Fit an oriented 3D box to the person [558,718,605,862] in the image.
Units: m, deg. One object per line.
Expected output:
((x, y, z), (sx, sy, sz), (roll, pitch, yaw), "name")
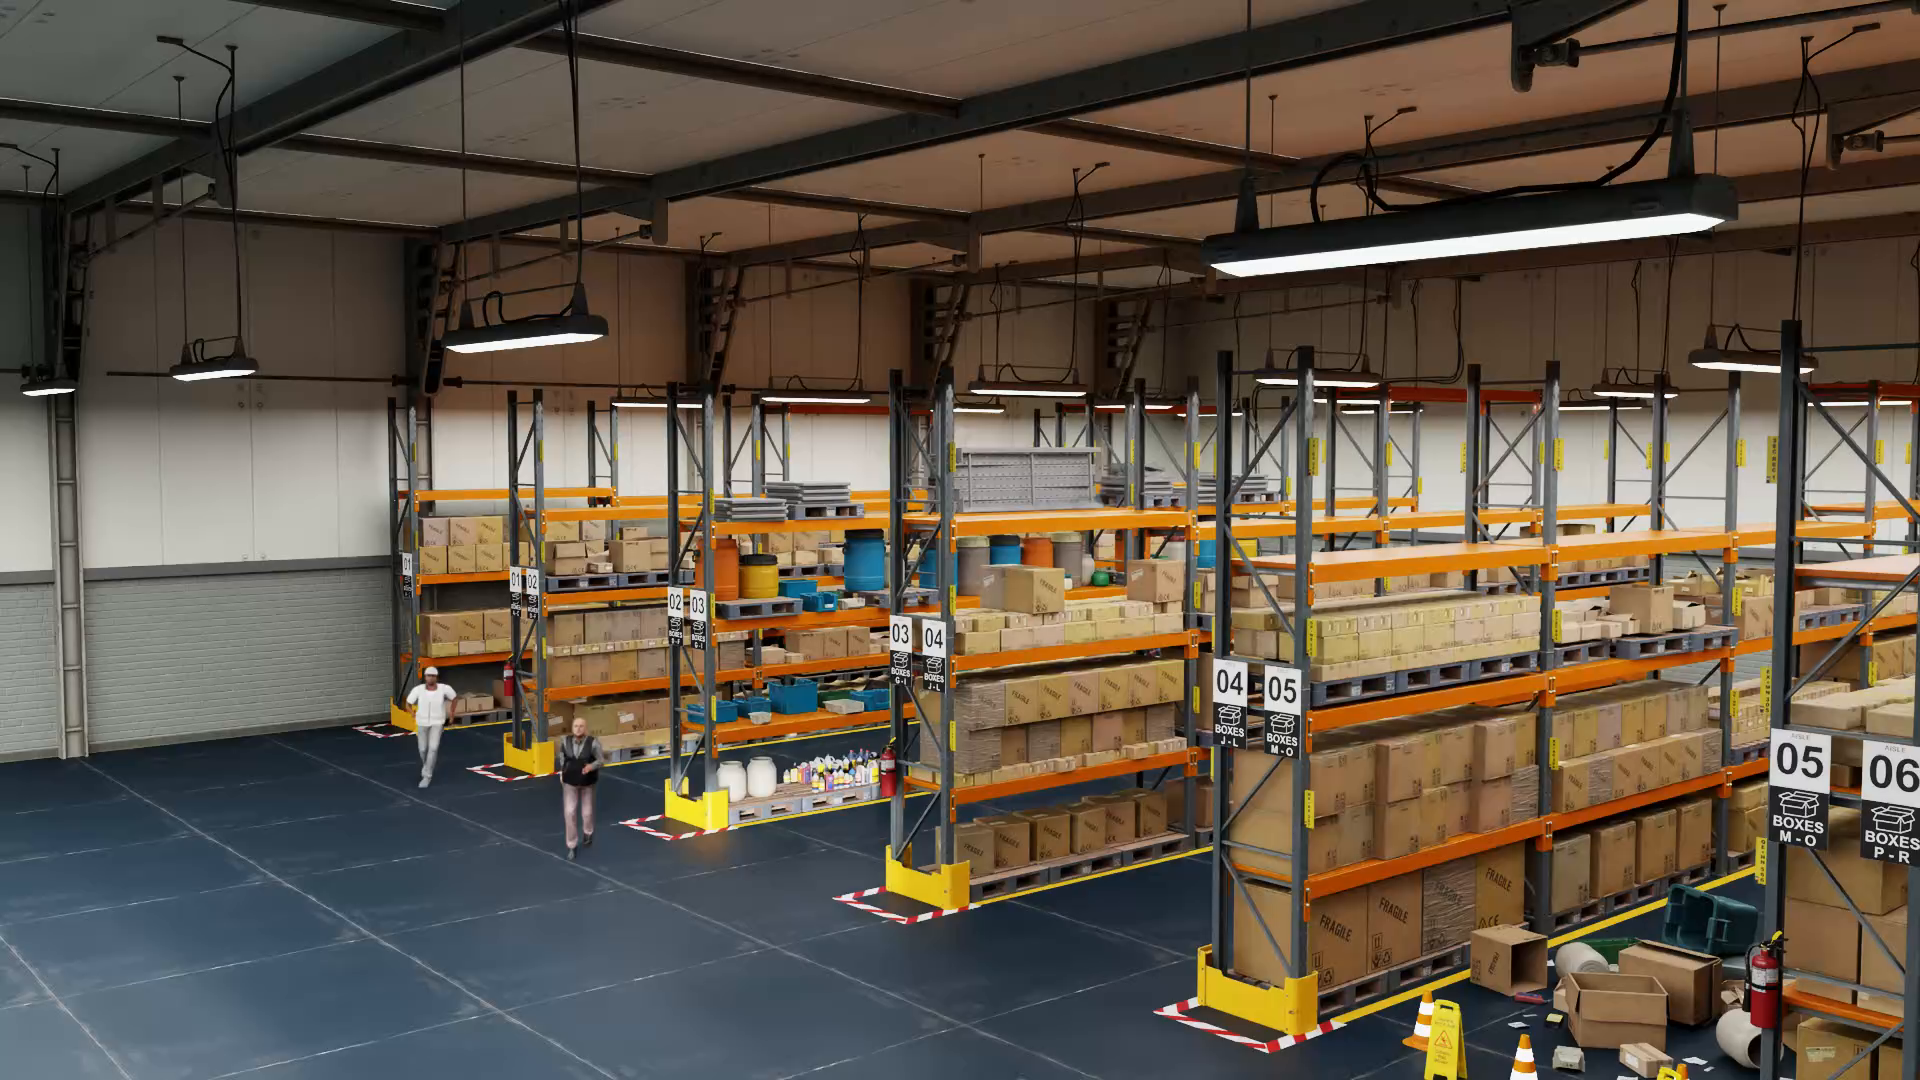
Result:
((-4.796, 3.141, 20.912), (0.519, 1.690, 0.902), (-1, 3, -9), "person")

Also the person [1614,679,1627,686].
((10.022, 2.901, 25.297), (0.555, 1.546, 0.522), (-3, 5, -45), "person")

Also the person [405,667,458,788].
((-8.032, 2.800, 25.210), (0.738, 1.769, 0.986), (0, 3, -7), "person")
